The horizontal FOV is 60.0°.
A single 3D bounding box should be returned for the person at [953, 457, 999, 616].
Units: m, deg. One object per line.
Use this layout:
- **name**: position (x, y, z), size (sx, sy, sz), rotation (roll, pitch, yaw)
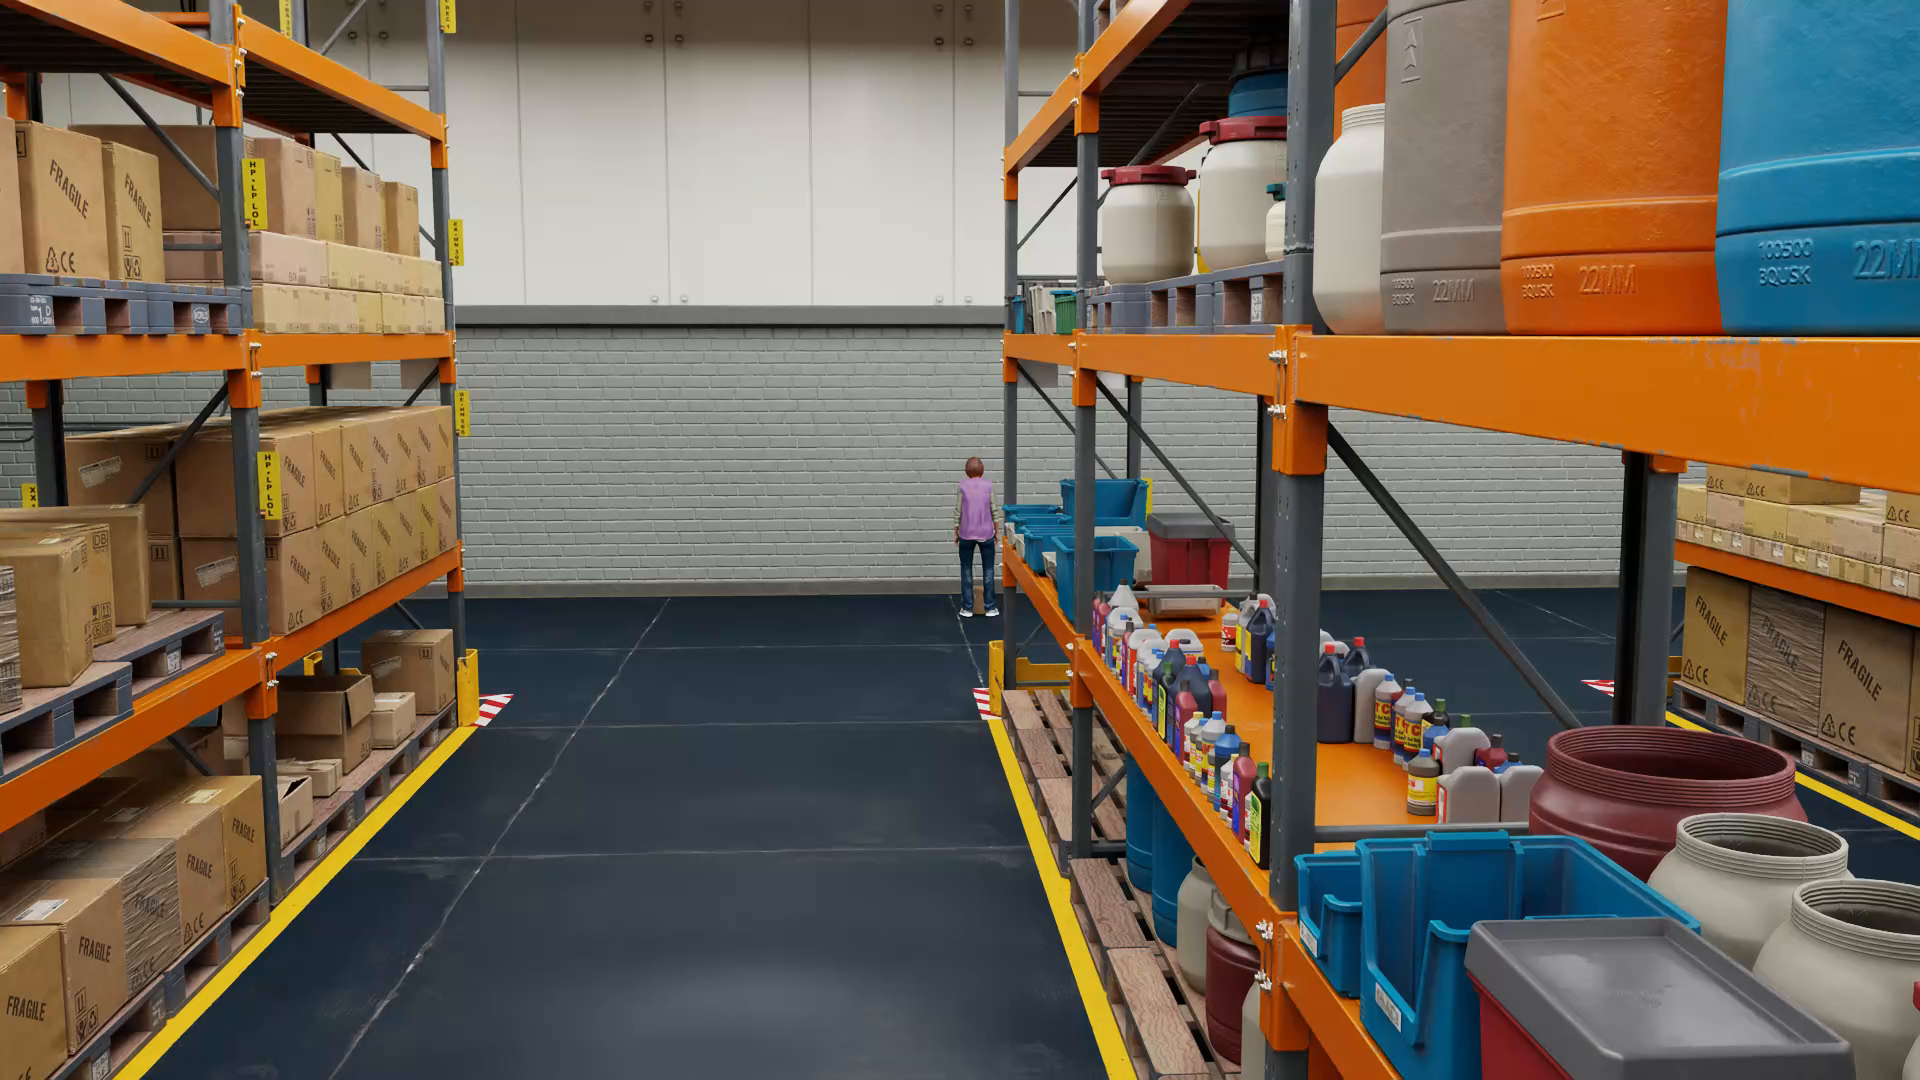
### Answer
- **person**: position (0.162, -0.027, 16.527), size (0.461, 1.591, 0.344), rotation (0, 7, -2)
